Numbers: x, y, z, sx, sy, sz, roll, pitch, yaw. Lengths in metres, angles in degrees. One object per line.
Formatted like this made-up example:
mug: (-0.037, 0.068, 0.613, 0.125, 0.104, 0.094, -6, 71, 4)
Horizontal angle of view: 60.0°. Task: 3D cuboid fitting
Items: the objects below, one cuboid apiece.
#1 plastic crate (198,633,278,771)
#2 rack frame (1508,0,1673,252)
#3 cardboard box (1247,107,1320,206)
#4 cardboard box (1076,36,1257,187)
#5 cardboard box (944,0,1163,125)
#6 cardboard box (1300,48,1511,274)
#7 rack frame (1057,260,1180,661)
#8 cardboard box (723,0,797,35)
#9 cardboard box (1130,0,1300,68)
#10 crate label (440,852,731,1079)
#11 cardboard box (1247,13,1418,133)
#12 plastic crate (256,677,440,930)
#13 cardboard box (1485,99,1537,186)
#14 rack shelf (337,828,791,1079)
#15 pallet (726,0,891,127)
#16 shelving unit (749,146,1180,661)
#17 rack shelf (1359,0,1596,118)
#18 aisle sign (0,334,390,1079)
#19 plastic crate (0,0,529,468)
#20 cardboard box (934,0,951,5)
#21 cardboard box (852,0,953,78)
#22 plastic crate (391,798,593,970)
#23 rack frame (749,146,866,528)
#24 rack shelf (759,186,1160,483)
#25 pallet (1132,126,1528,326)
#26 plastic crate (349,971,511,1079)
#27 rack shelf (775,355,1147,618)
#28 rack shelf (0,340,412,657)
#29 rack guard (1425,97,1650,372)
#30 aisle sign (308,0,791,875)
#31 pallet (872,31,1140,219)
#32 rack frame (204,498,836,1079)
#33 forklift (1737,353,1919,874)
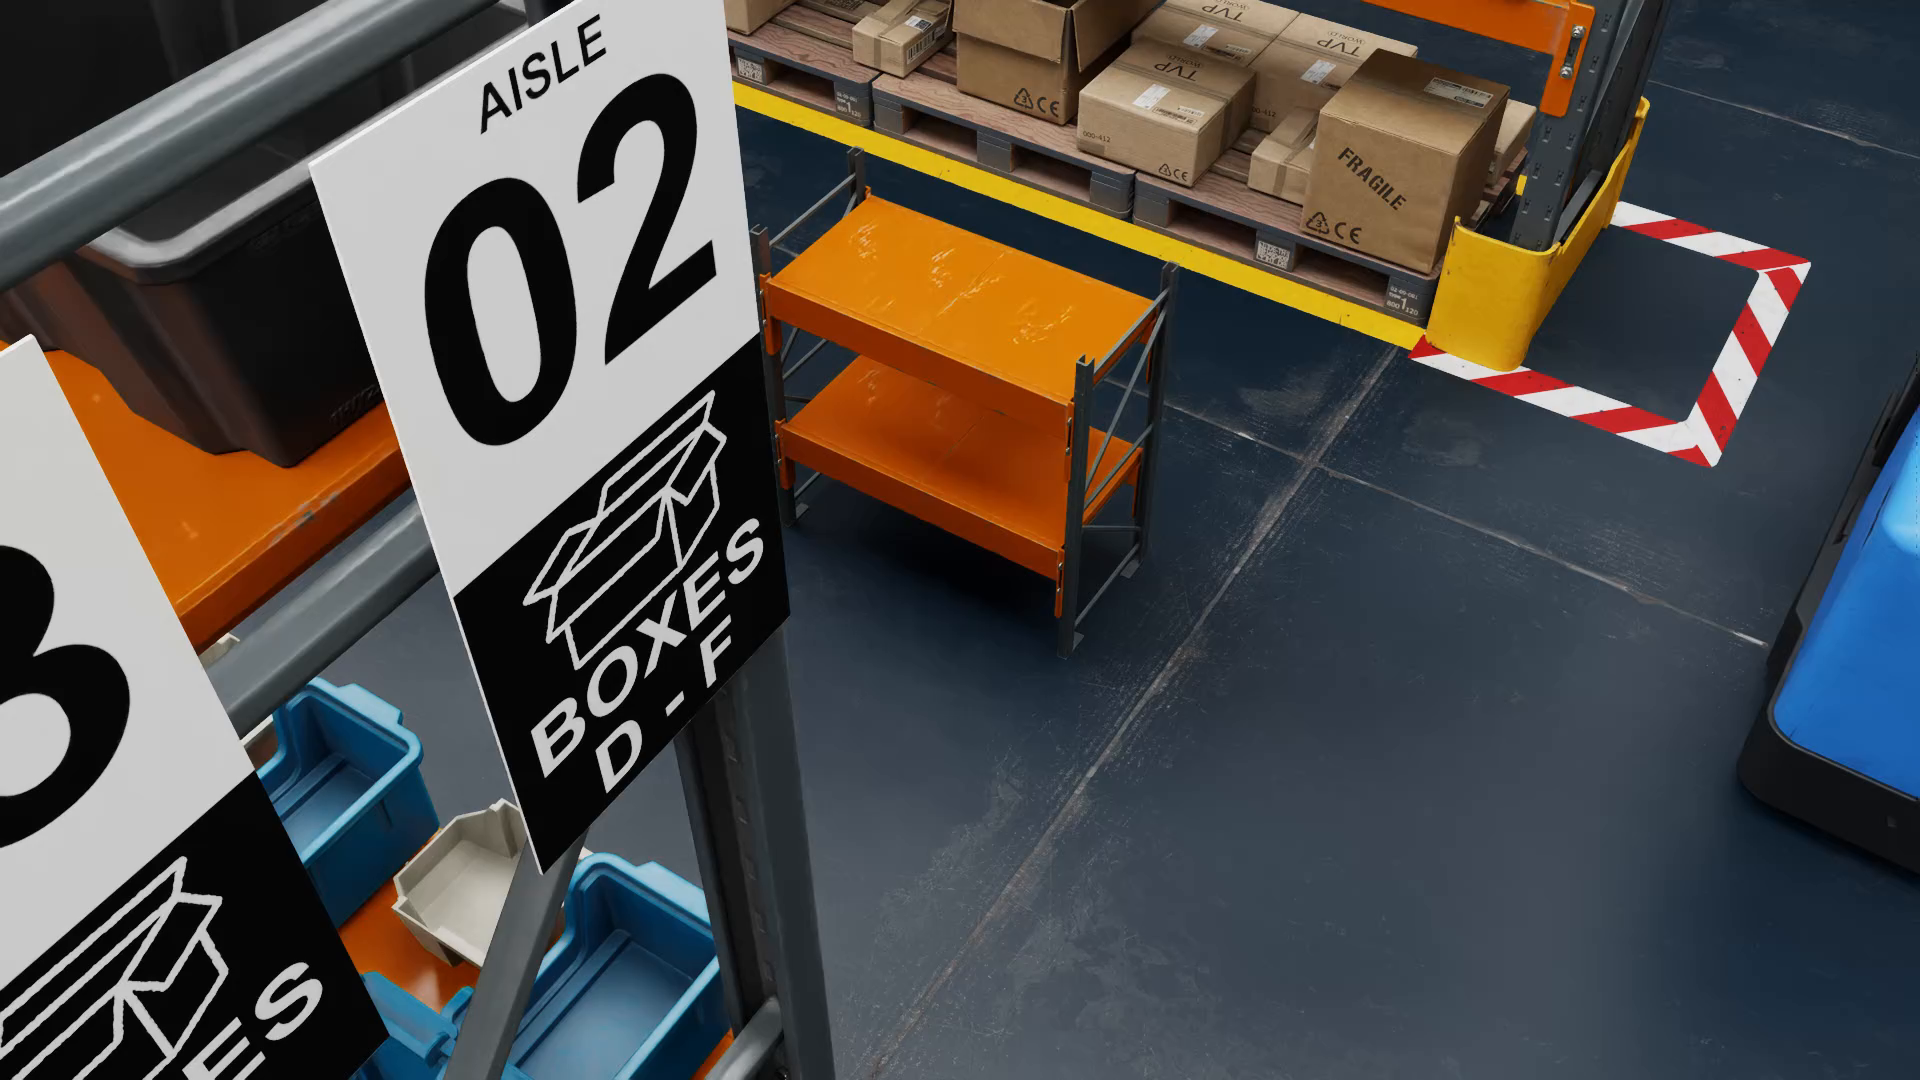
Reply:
plastic crate: (-1.340, 0.323, 2.987, 0.298, 0.136, 0.250, 25, 51, 22)
rack frame: (2.164, -2.006, 5.108, 0.127, 3.000, 1.000, 25, 51, 22)
cardboard box: (1.281, -1.445, 6.231, 0.250, 0.166, 0.380, 25, 51, 22)
cardboard box: (0.790, -1.649, 6.371, 0.500, 0.250, 0.500, 25, 51, 22)
cardboard box: (0.381, -2.114, 6.646, 0.637, 0.503, 0.797, 25, 51, 22)
cardboard box: (1.573, -1.350, 5.906, 0.500, 0.500, 0.500, 25, 51, 22)
rack frame: (0.434, -0.193, 4.653, 0.032, 1.125, 0.500, 25, 51, 22)
cardboard box: (-0.967, -2.478, 7.134, 0.500, 0.311, 0.500, 25, 51, 22)
cardboard box: (1.017, -1.970, 6.683, 0.500, 0.250, 0.500, 25, 51, 22)
crate label: (-0.544, 0.726, 2.528, 0.303, 0.233, 0.416, 25, 51, 22)
cardboard box: (1.438, -1.776, 6.495, 0.500, 0.250, 0.500, 25, 51, 22)
plastic crate: (-1.098, 0.471, 2.775, 0.300, 0.233, 0.416, 25, 51, 22)
cardboard box: (1.997, -1.535, 6.331, 0.250, 0.149, 0.380, 25, 51, 22)
rack shelf: (-2.197, 0.459, 3.214, 4.000, 0.370, 1.077, 25, 51, 22)
pallet: (-0.626, -2.316, 7.354, 1.213, 0.211, 1.003, 25, 51, 22)
shelving unit: (0.006, -0.389, 4.844, 1.048, 1.125, 0.538, 25, 51, 22)
rack shelf: (0.480, -2.529, 6.118, 4.000, 0.370, 1.077, 25, 51, 22)
aisle sign: (-0.611, 0.282, 1.072, 0.004, 0.787, 0.394, 25, 51, 22)
plastic crate: (-0.687, -0.334, 1.483, 0.590, 0.269, 0.497, 25, 51, 22)
cardboard box: (0.061, -2.431, 7.089, 0.500, 0.311, 0.500, 25, 51, 22)
cardboard box: (-0.233, -2.098, 6.866, 0.250, 0.166, 0.380, 25, 51, 22)
plastic crate: (-0.769, 0.585, 2.732, 0.298, 0.136, 0.250, 25, 51, 22)
rack frame: (-0.422, -0.586, 5.035, 0.032, 1.125, 0.500, 25, 51, 22)
rack shelf: (0.006, -0.593, 4.634, 1.000, 0.278, 0.538, 25, 51, 22)
pallet: (1.428, -1.371, 6.436, 1.213, 0.211, 1.003, 25, 51, 22)
plastic crate: (-0.896, 0.933, 2.185, 0.499, 0.435, 0.616, 25, 51, 22)
rack shelf: (0.006, -0.219, 5.019, 1.000, 0.278, 0.538, 25, 51, 22)
rack shelf: (-2.197, -0.586, 2.138, 4.000, 0.370, 1.077, 25, 51, 22)
rack guard: (2.100, -1.164, 6.033, 0.348, 0.500, 1.175, 25, 51, 22)
aisle sign: (-0.293, -0.074, 1.418, 0.004, 0.787, 0.394, 25, 51, 22)
pallet: (0.405, -1.844, 6.895, 1.213, 0.211, 1.003, 25, 51, 22)
rack frame: (-0.514, 0.983, 2.203, 0.127, 3.000, 1.000, 25, 51, 22)
forklift: (3.370, -0.987, 4.166, 1.130, 2.935, 3.031, 26, 51, 23)
